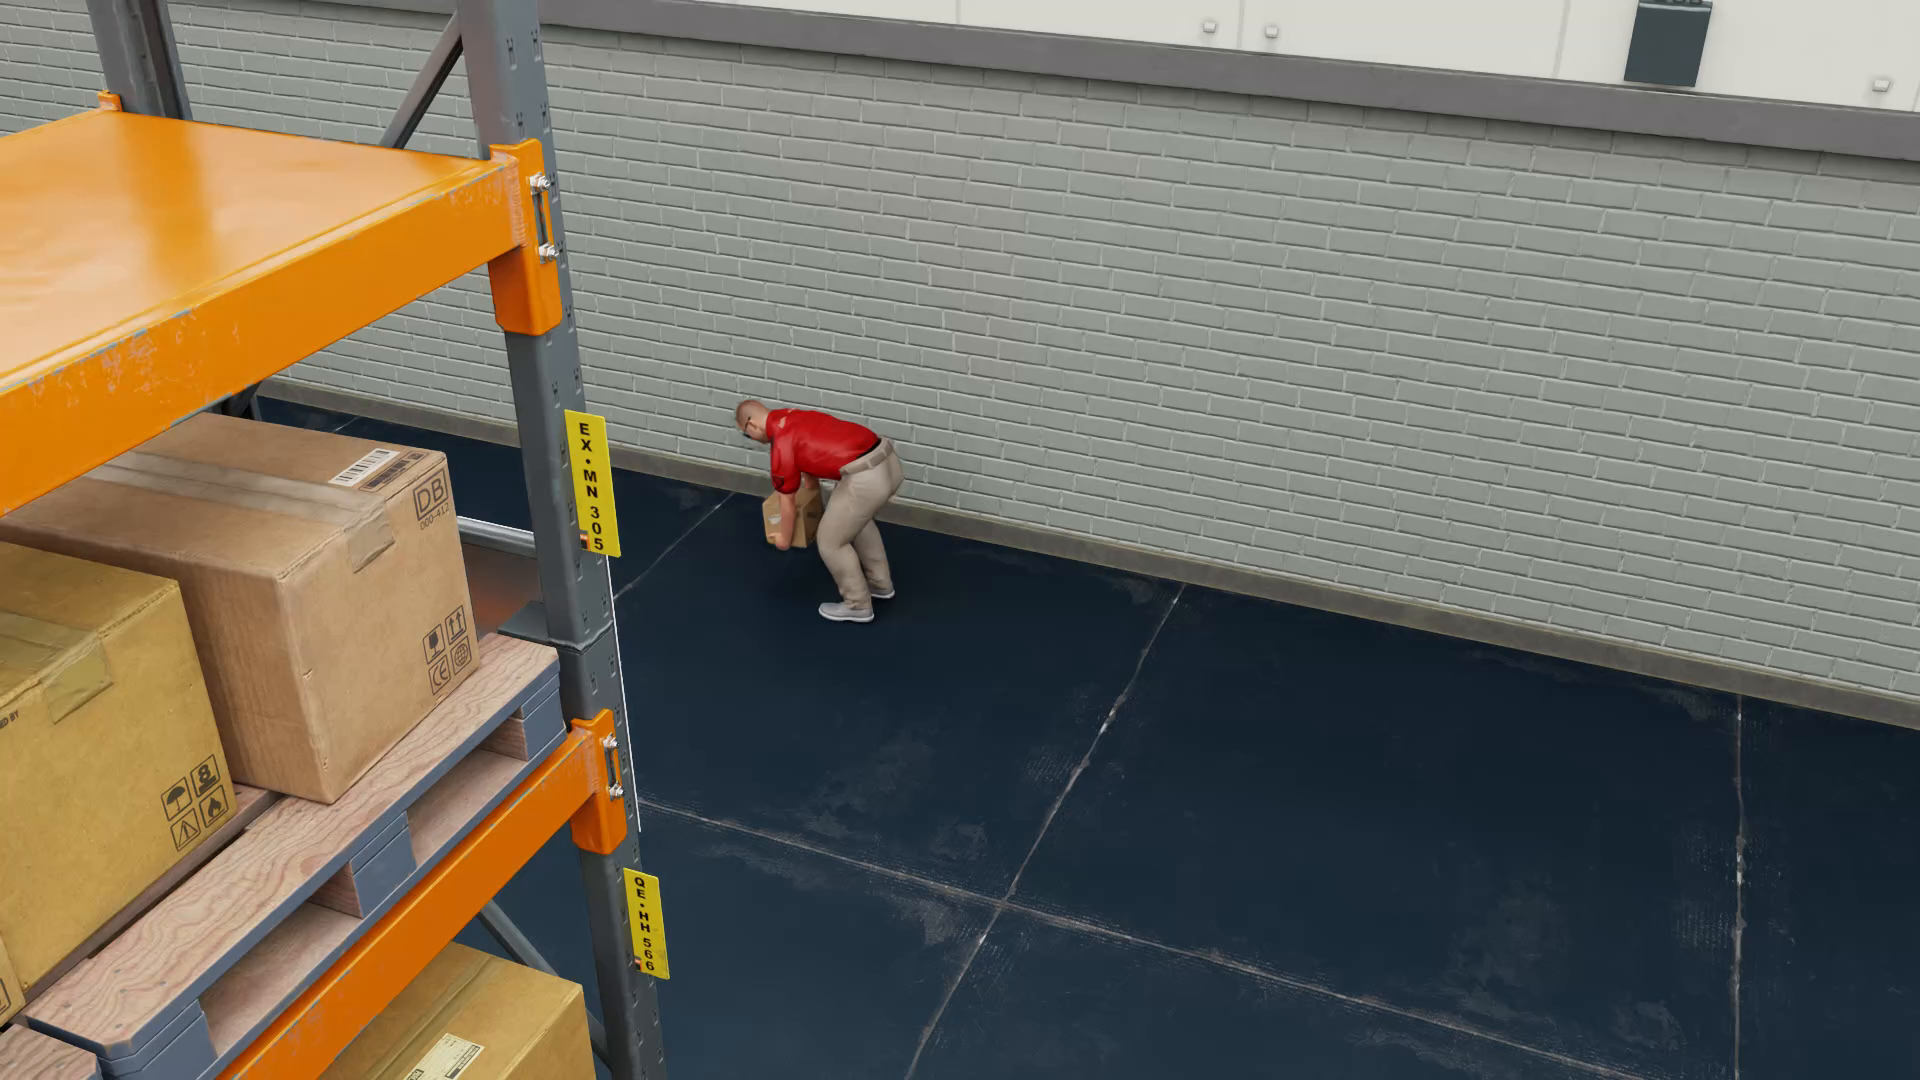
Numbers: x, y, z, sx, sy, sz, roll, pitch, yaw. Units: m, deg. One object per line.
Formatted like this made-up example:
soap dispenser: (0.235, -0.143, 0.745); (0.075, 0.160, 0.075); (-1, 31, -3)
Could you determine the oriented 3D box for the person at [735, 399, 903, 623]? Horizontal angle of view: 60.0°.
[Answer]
person: (-0.787, -0.186, 9.287); (0.940, 1.196, 0.487); (10, 31, 18)
